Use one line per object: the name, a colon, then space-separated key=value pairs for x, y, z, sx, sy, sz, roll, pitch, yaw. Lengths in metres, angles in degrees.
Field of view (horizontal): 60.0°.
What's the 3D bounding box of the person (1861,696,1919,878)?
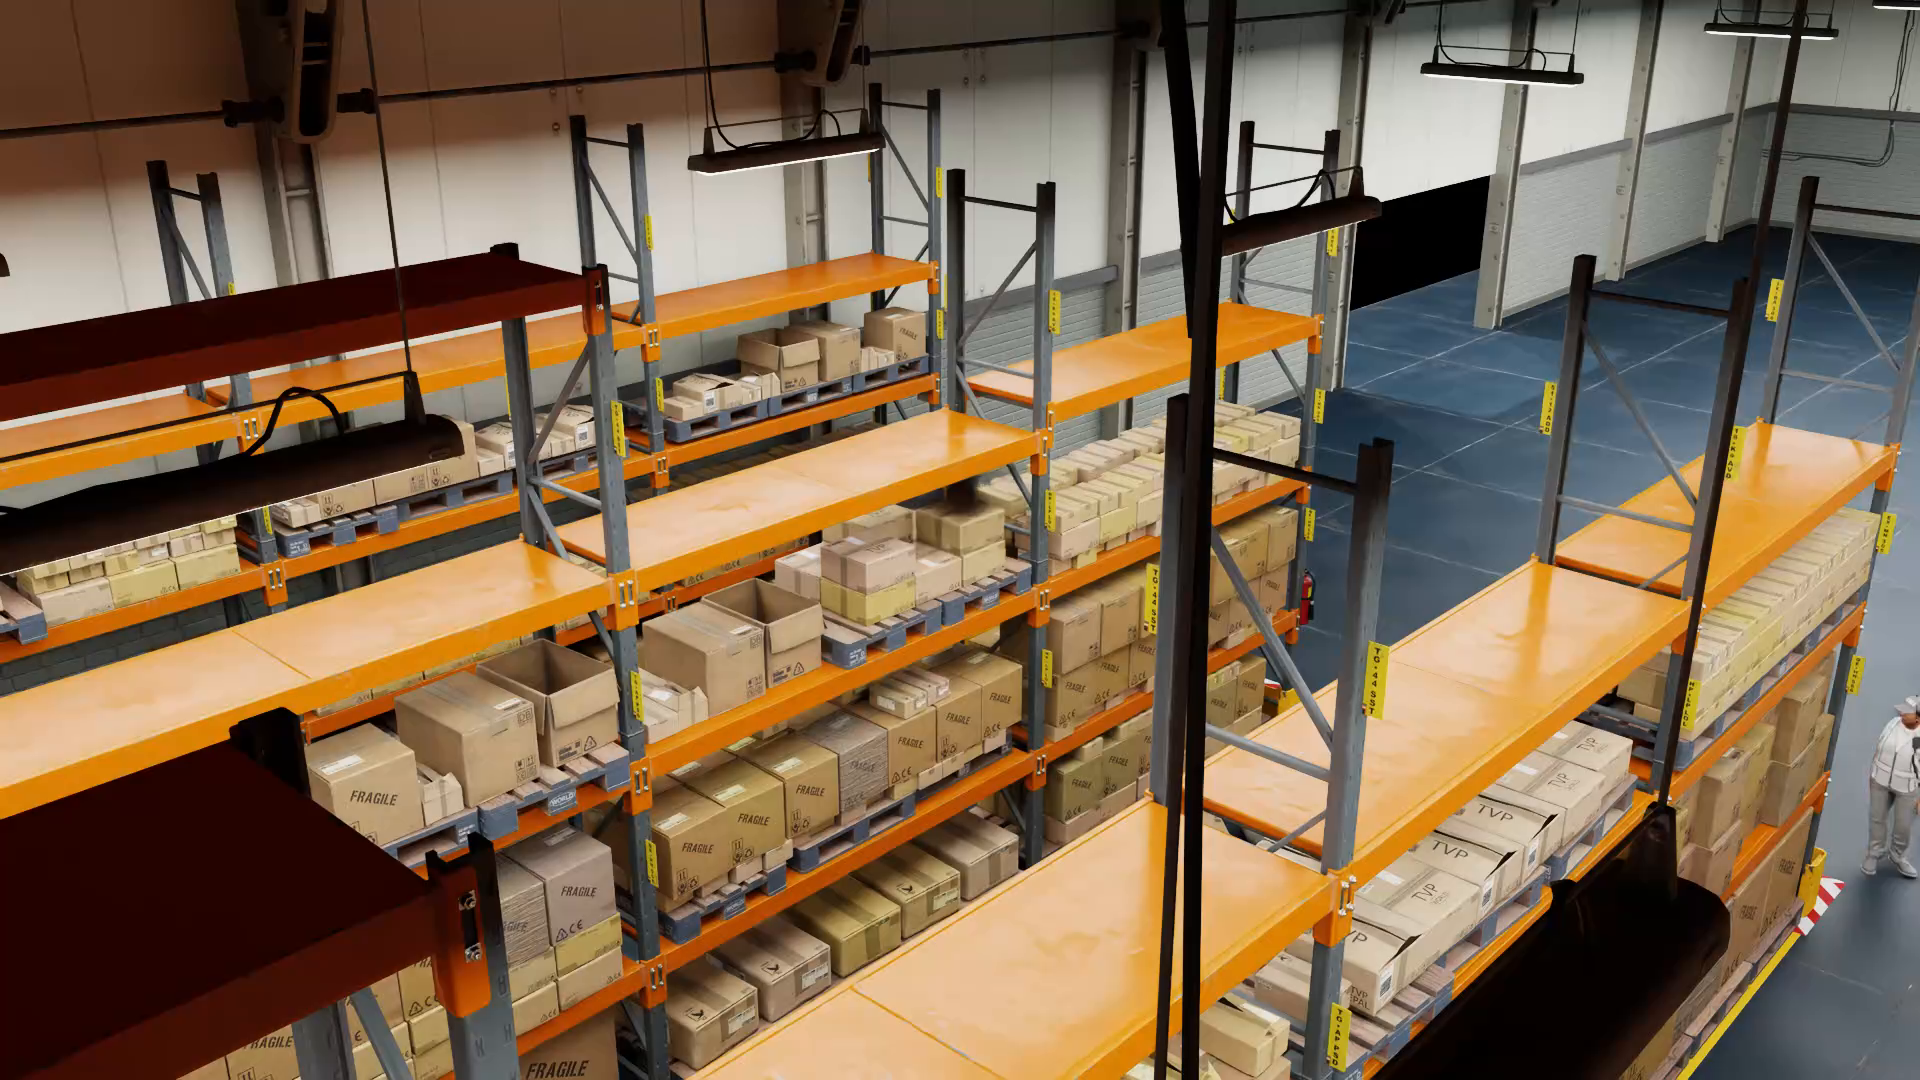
person: x=8.078 y=2.113 z=14.285 sx=0.405 sy=1.676 sz=0.532 roll=-16 pitch=26 yaw=-35
